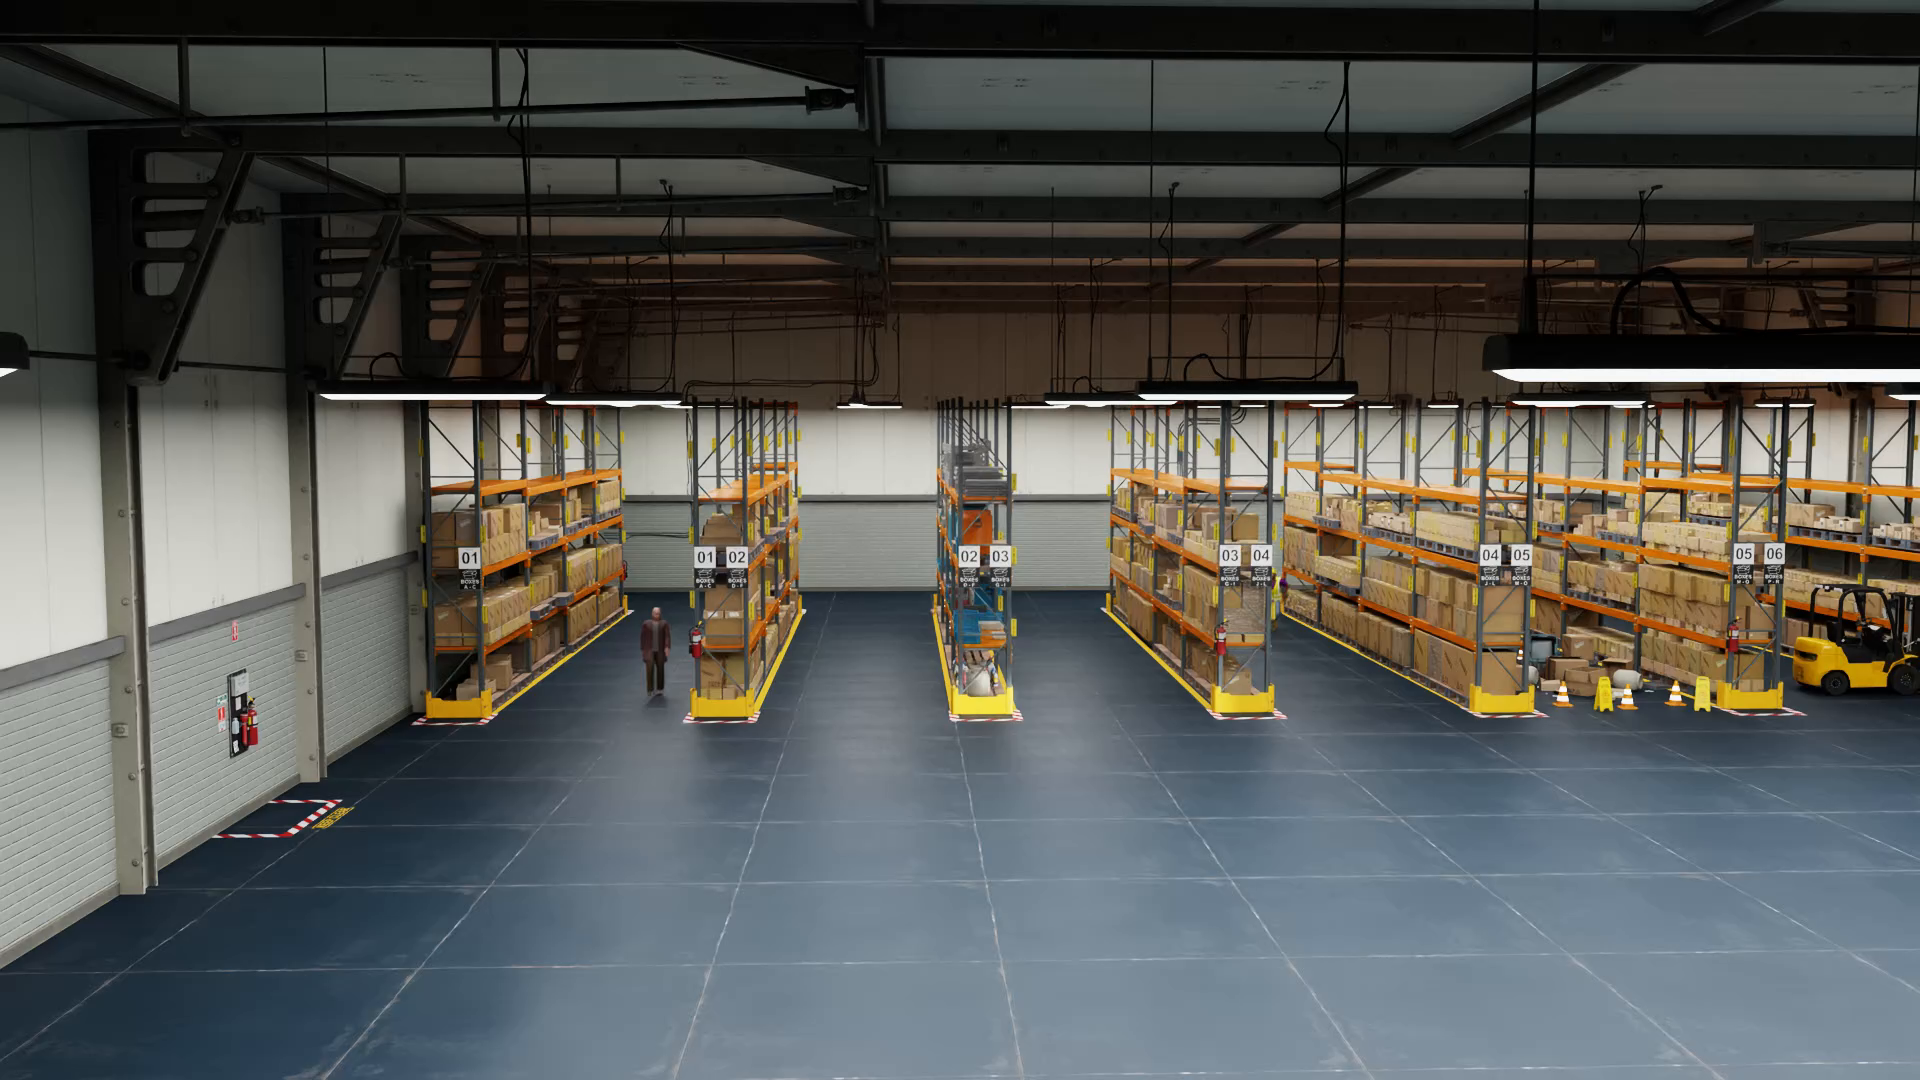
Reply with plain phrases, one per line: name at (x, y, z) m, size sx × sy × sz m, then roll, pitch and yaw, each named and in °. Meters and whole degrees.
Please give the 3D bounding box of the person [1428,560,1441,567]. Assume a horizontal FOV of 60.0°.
person at (14.322, 1.021, 50.132) m, size 0.478 × 1.620 × 0.509 m, roll -1°, pitch 5°, yaw -12°

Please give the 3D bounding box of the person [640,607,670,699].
person at (-6.121, 2.276, 33.450) m, size 0.578 × 1.808 × 0.732 m, roll -1°, pitch 5°, yaw -14°

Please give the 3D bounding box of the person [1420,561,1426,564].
person at (12.258, 1.442, 43.995) m, size 0.587 × 1.784 × 0.530 m, roll 1°, pitch 4°, yaw 8°

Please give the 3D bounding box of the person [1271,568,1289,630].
person at (8.178, 1.547, 43.320) m, size 0.752 × 1.665 × 0.691 m, roll 1°, pitch 4°, yaw 7°
